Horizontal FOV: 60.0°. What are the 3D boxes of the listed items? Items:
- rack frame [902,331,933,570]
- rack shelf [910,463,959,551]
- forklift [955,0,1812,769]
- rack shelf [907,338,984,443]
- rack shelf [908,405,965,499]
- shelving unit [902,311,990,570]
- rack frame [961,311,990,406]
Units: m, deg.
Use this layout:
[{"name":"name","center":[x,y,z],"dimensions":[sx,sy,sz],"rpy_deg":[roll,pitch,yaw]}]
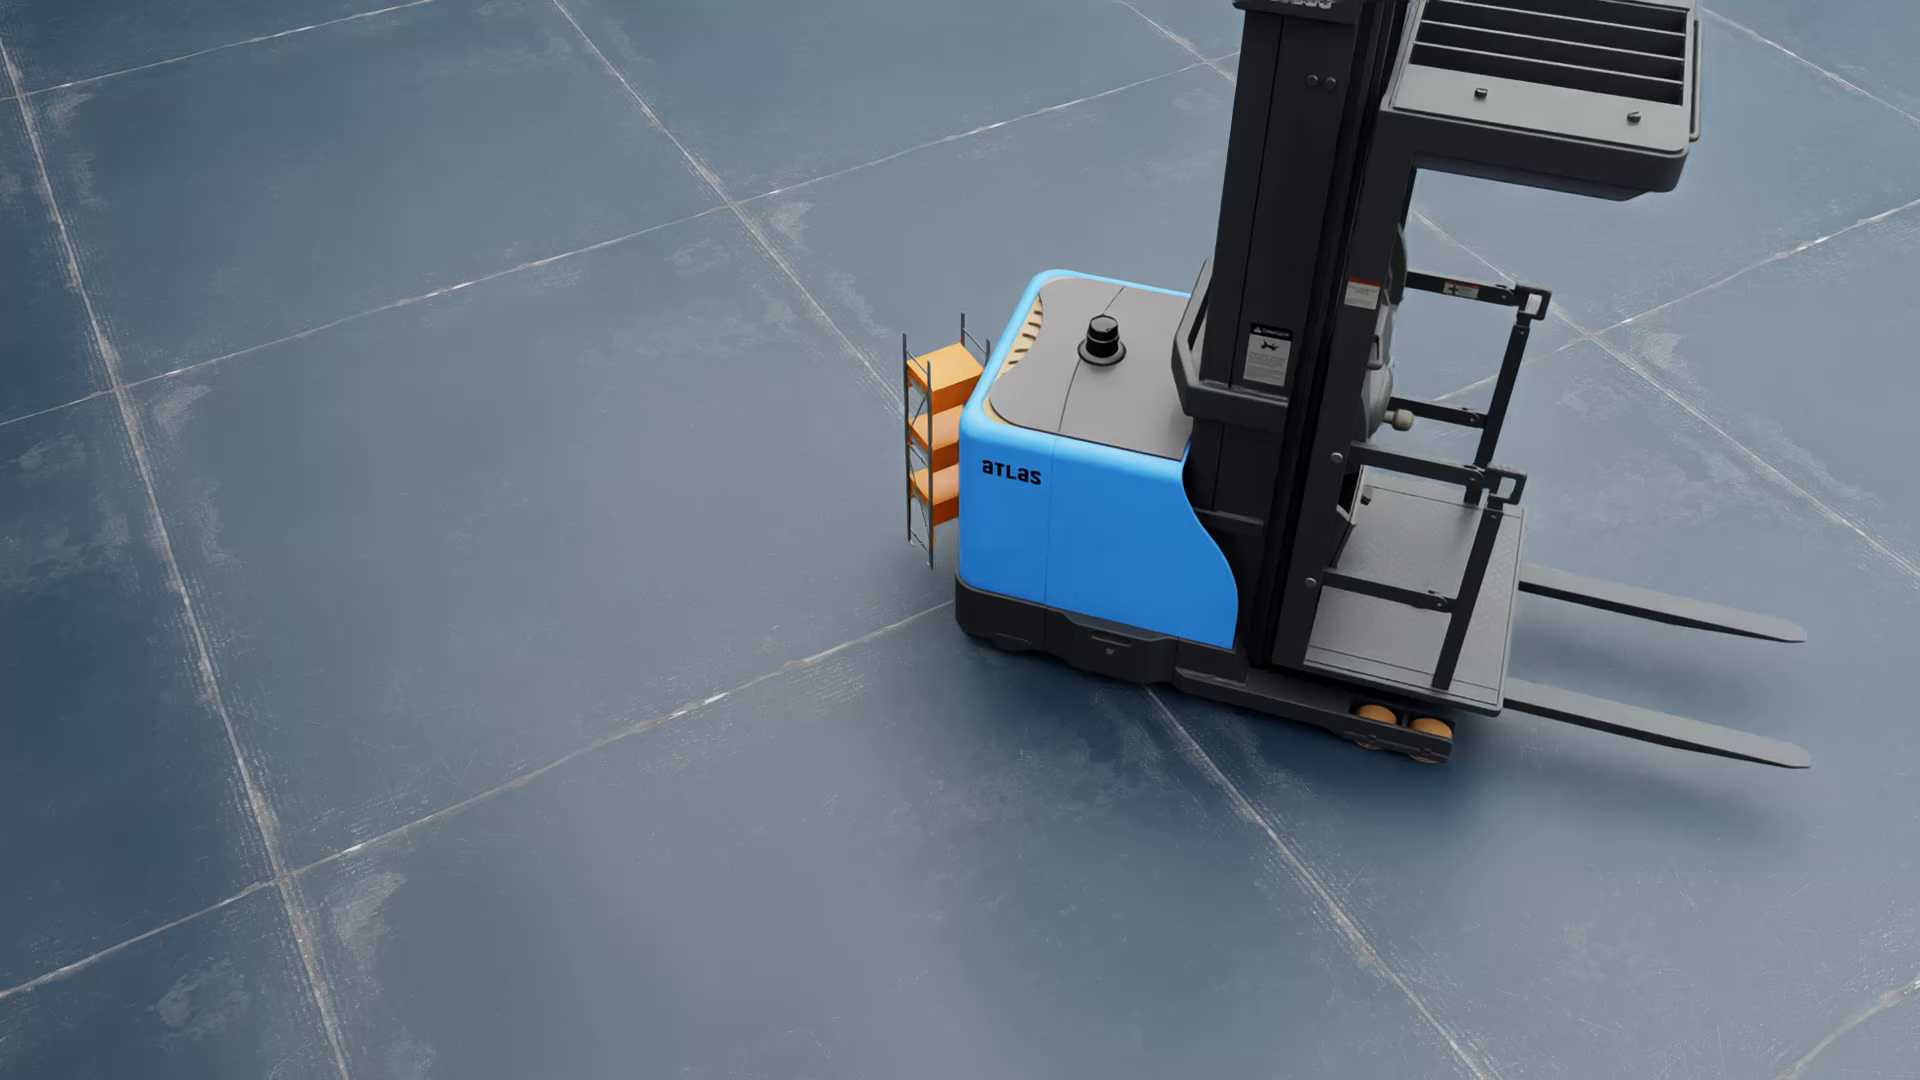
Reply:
[{"name":"rack frame","center":[-0.158,-0.318,6.322],"dimensions":[0.008,1.050,0.200],"rpy_deg":[-22,48,-21]},{"name":"rack shelf","center":[-0.053,-0.153,6.568],"dimensions":[0.240,0.259,0.215],"rpy_deg":[-22,48,-21]},{"name":"forklift","center":[1.556,-0.676,5.342],"dimensions":[3.031,2.935,1.130],"rpy_deg":[13,46,13]},{"name":"rack shelf","center":[-0.051,-0.556,6.176],"dimensions":[0.240,0.259,0.215],"rpy_deg":[-22,48,-21]},{"name":"rack shelf","center":[-0.052,-0.353,6.374],"dimensions":[0.240,0.259,0.215],"rpy_deg":[-22,48,-21]},{"name":"shelving unit","center":[-0.052,-0.360,6.366],"dimensions":[0.252,1.050,0.215],"rpy_deg":[-22,48,-21]},{"name":"rack frame","center":[0.054,-0.402,6.410],"dimensions":[0.008,1.050,0.200],"rpy_deg":[-22,48,-21]}]
